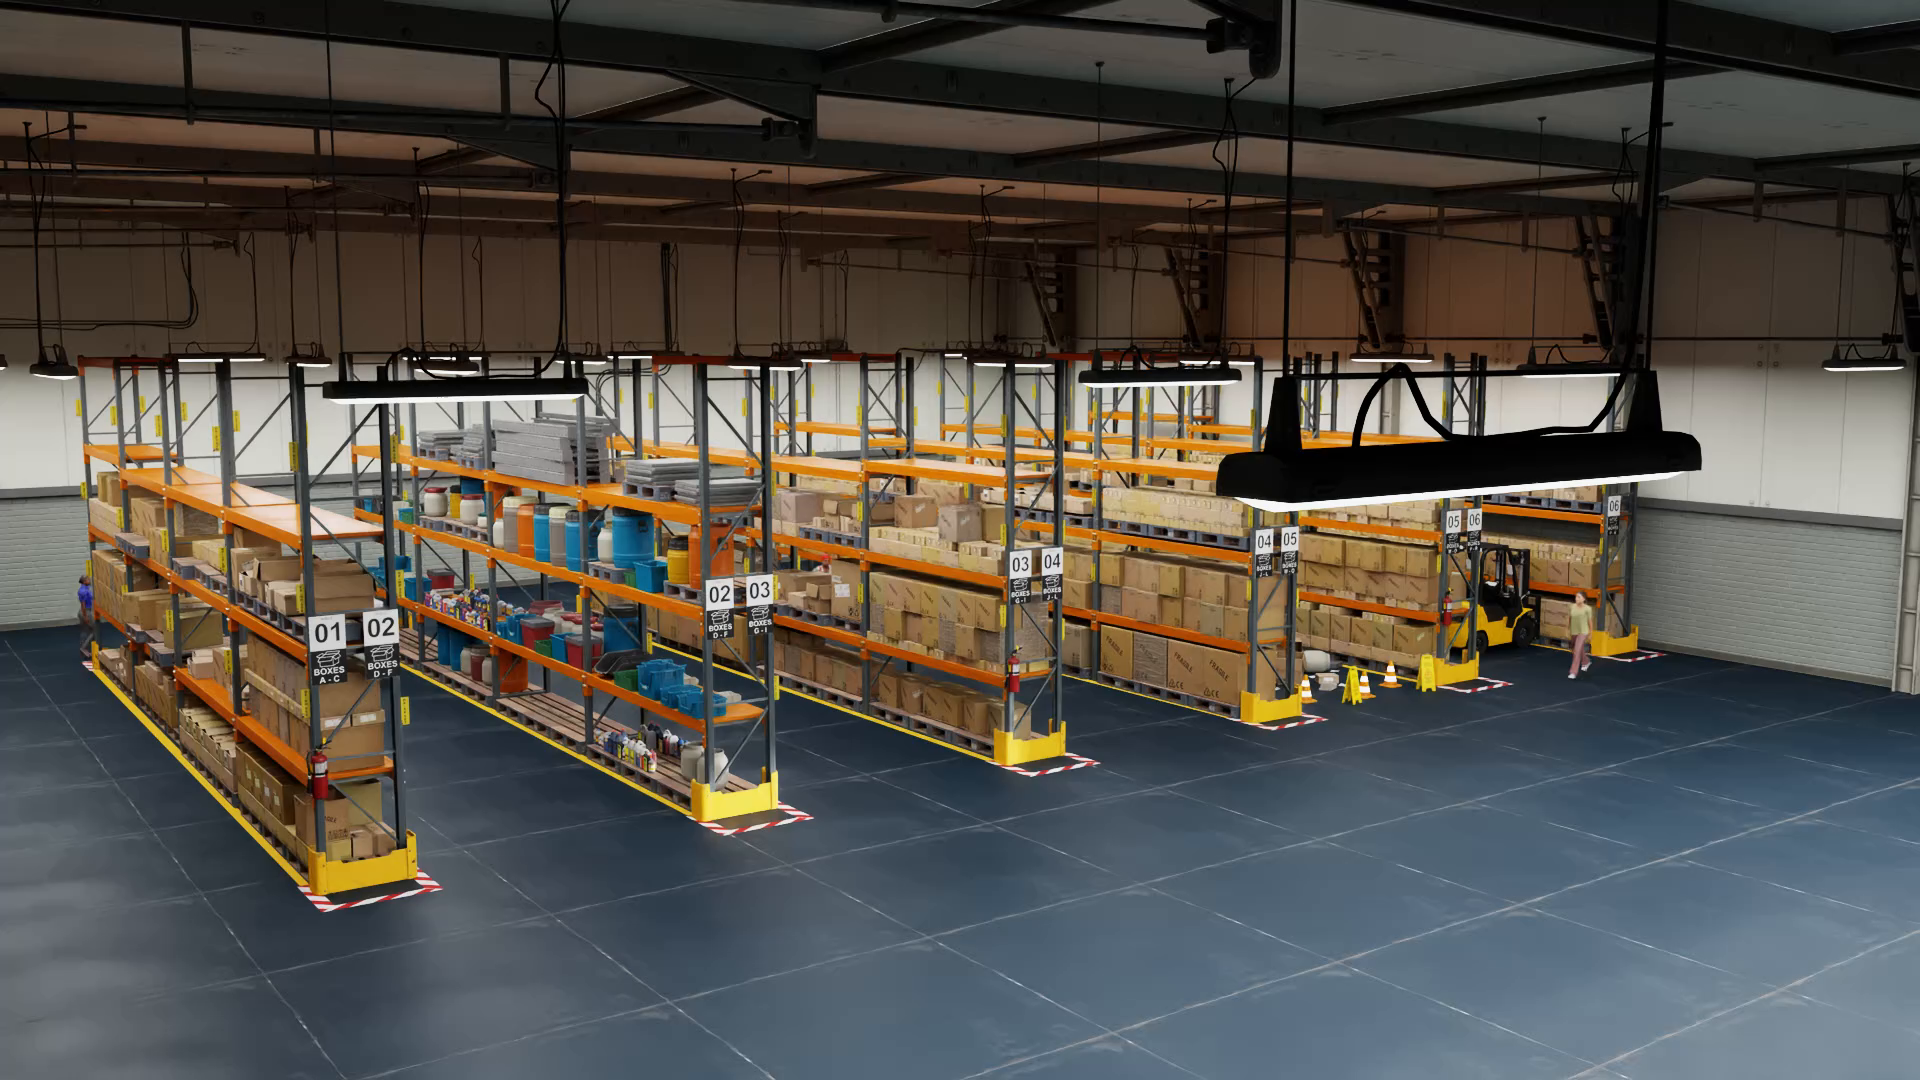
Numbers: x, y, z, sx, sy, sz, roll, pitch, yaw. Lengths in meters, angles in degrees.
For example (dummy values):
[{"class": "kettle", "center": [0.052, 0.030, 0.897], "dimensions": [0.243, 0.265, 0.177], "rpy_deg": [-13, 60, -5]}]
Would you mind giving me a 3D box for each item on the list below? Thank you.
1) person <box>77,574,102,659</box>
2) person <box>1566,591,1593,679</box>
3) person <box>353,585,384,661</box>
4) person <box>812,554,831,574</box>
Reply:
[{"class": "person", "center": [-17.317, 1.505, 33.022], "dimensions": [0.406, 1.673, 0.470], "rpy_deg": [-5, 9, -36]}, {"class": "person", "center": [11.603, 1.743, 31.130], "dimensions": [0.967, 1.634, 0.460], "rpy_deg": [-6, 9, -42]}, {"class": "person", "center": [-10.965, 1.718, 30.818], "dimensions": [0.638, 1.760, 0.498], "rpy_deg": [-5, 9, -37]}, {"class": "person", "center": [-2.950, 1.123, 36.137], "dimensions": [0.690, 1.686, 0.639], "rpy_deg": [-4, 8, -27]}]
